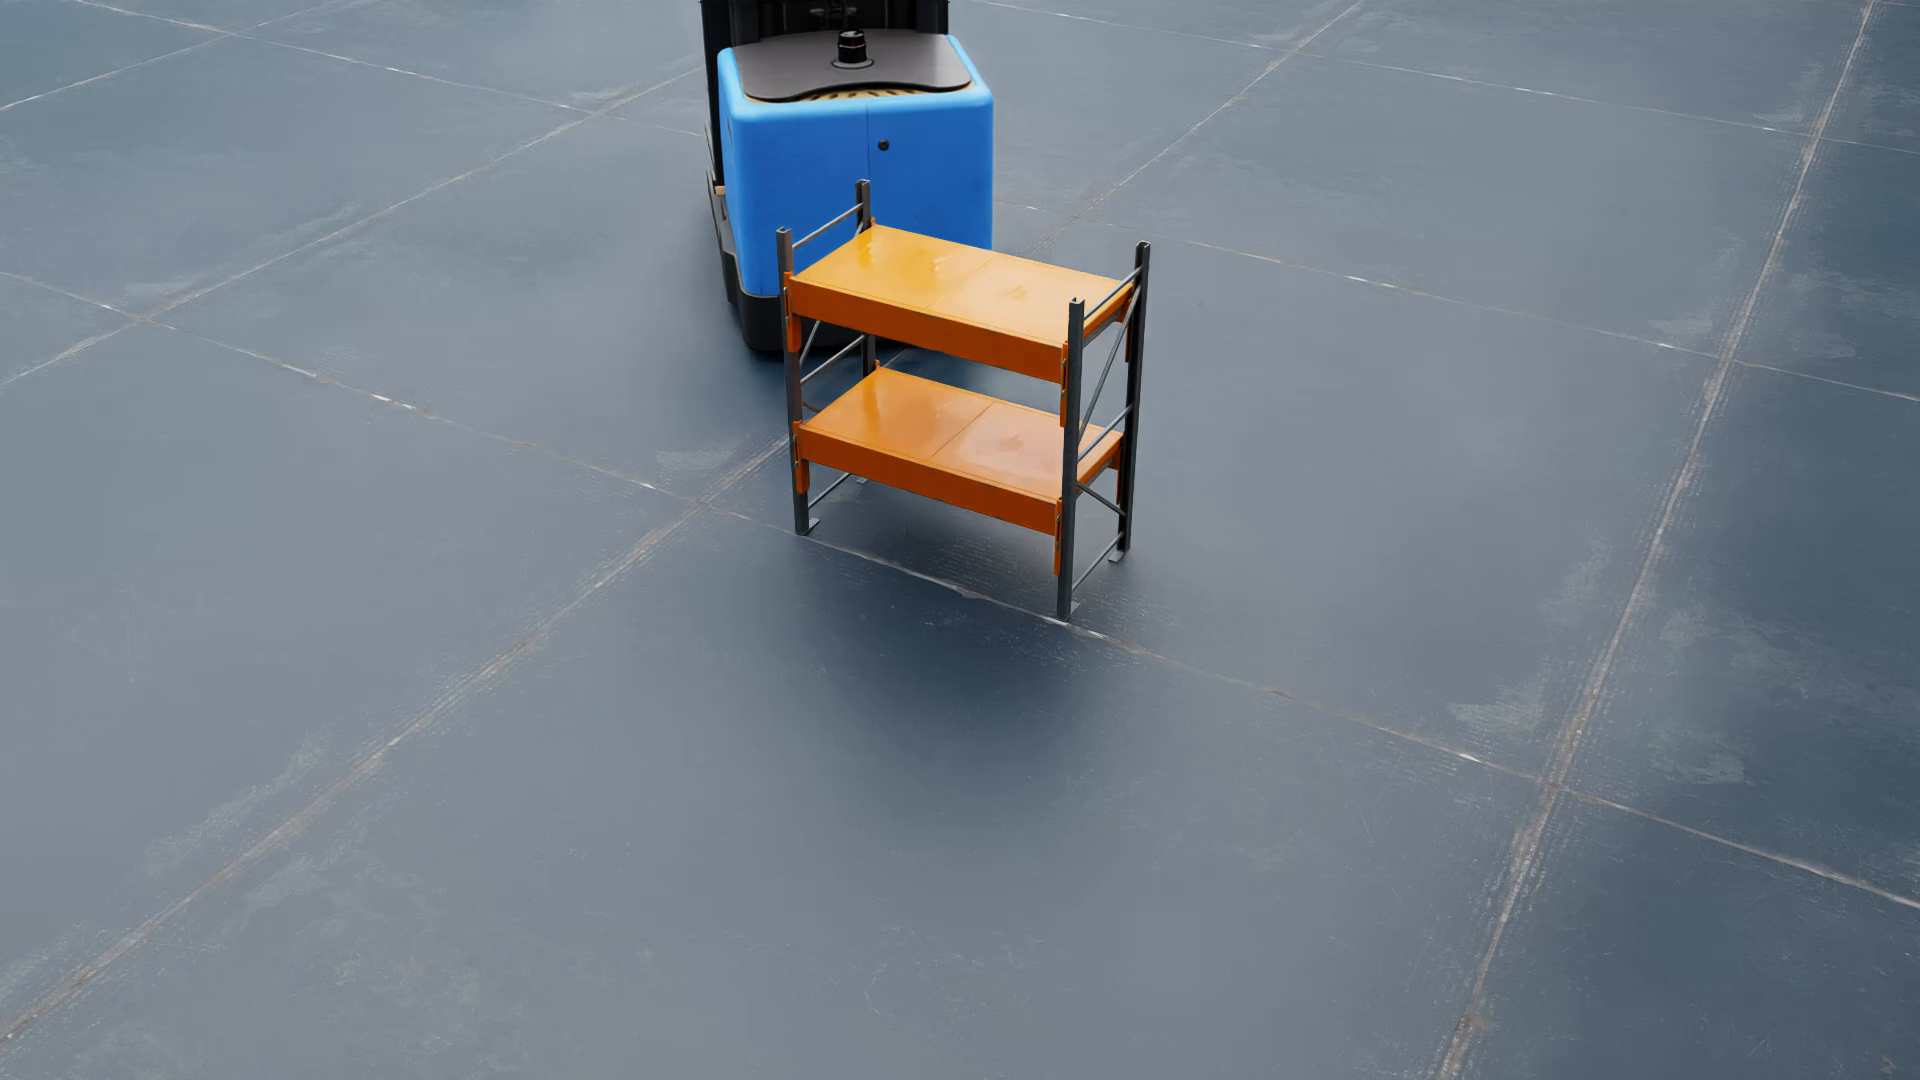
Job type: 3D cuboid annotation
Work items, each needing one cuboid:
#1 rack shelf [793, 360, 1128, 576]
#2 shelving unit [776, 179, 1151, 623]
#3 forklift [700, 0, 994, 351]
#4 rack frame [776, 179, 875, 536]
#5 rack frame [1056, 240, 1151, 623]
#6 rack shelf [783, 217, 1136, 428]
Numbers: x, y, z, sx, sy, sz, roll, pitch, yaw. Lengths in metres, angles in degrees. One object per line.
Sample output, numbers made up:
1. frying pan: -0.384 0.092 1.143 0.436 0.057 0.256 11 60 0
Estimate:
1. rack shelf: 0.006 -0.263 5.571 1.000 0.278 0.538 18 37 24
2. shelving unit: 0.006 -0.466 5.435 1.048 1.125 0.538 18 37 24
3. forklift: -0.641 -2.800 7.311 1.130 2.935 3.031 -6 34 -9
4. rack frame: -0.435 -0.606 5.645 0.032 1.125 0.500 18 37 24
5. rack frame: 0.447 -0.327 5.225 0.032 1.125 0.500 18 37 24
6. rack shelf: 0.006 -0.710 5.273 1.000 0.278 0.538 18 37 24
